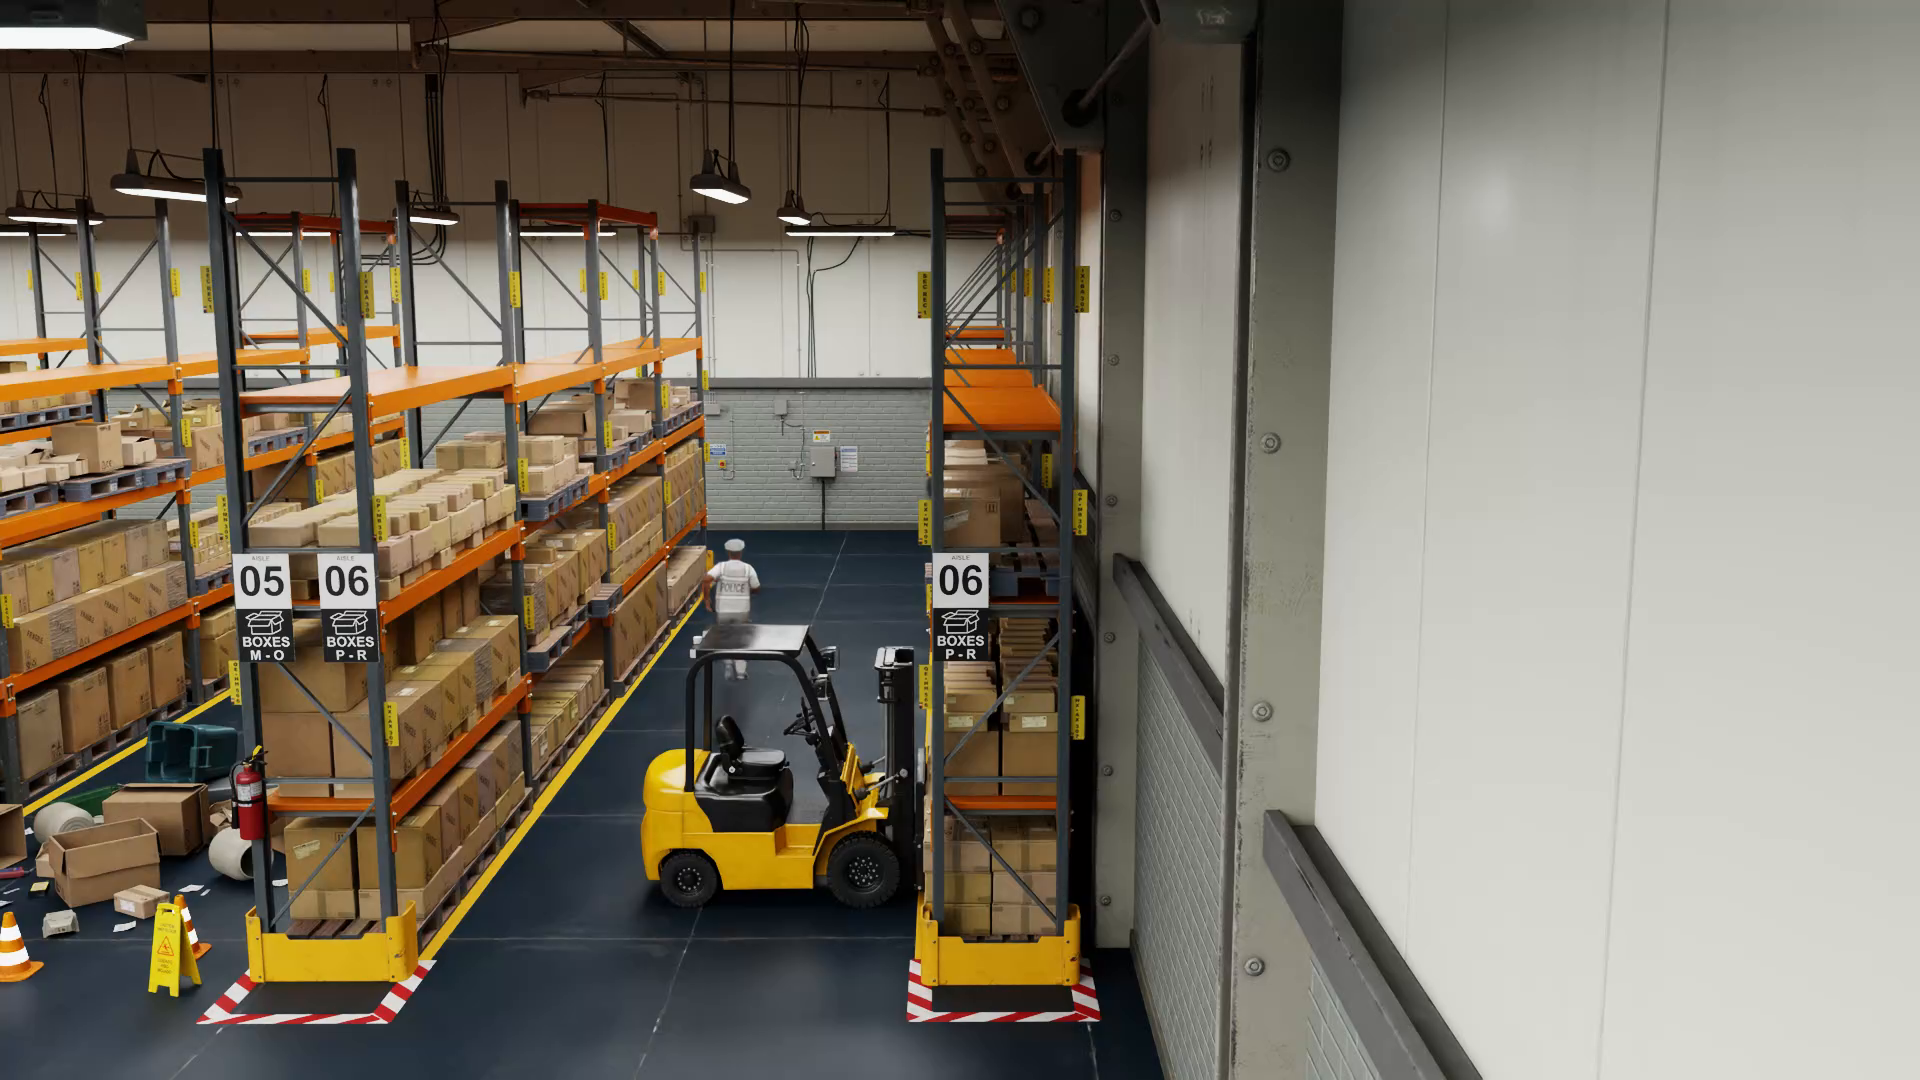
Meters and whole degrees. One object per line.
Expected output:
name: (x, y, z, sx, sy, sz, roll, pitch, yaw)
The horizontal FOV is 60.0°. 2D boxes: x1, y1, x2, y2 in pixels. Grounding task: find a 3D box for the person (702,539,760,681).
person: (-2.784, 0.899, 20.337, 0.673, 1.808, 0.905, 0, 9, 0)
